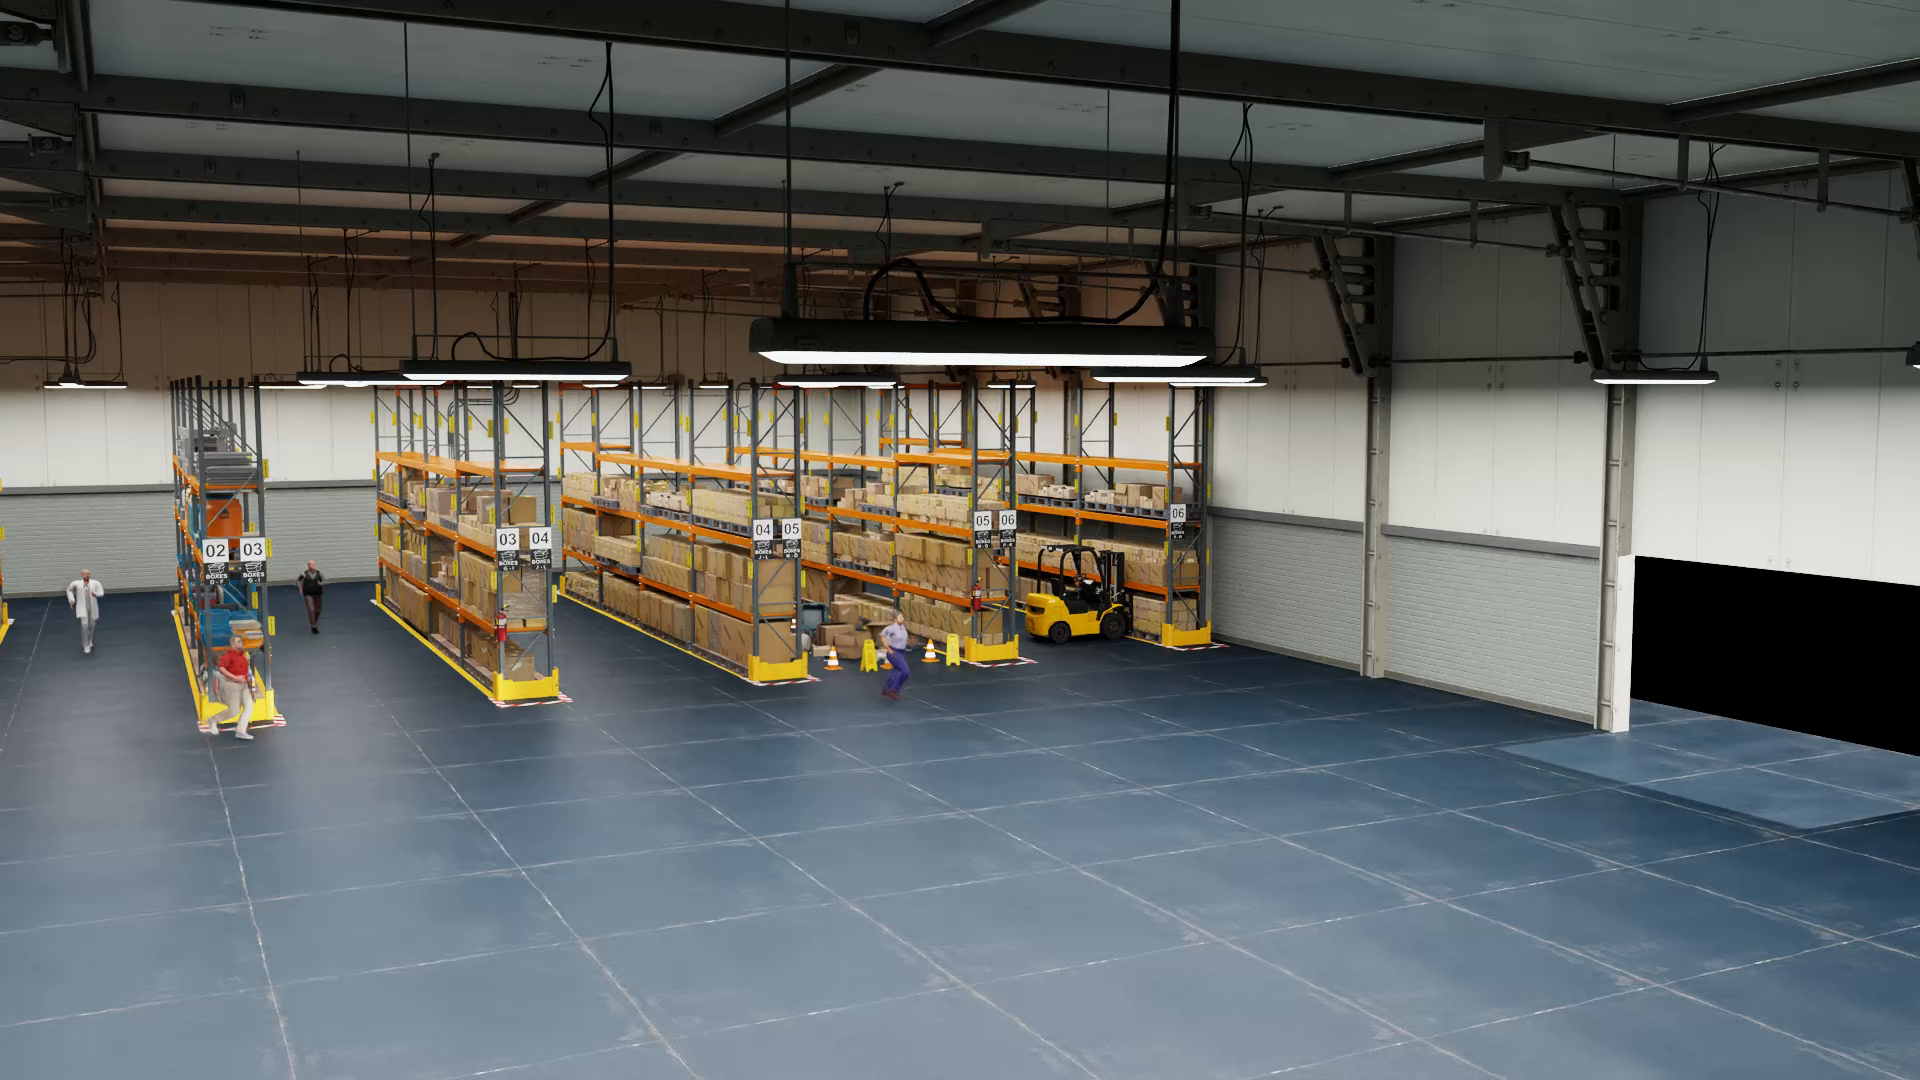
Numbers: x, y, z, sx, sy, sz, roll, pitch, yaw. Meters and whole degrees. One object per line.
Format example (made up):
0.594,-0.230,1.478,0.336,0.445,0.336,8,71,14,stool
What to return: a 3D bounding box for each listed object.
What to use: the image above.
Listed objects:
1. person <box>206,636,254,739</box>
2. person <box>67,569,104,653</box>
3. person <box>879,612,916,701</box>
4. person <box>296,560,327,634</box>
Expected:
-12.030,2.442,27.534,0.775,1.702,0.688,1,5,8,person
-19.338,1.552,36.831,0.675,1.837,0.904,-4,7,-40,person
-1.151,2.173,30.972,0.686,1.677,0.575,2,5,22,person
-15.381,1.329,39.521,0.657,1.705,0.971,-4,6,-36,person
